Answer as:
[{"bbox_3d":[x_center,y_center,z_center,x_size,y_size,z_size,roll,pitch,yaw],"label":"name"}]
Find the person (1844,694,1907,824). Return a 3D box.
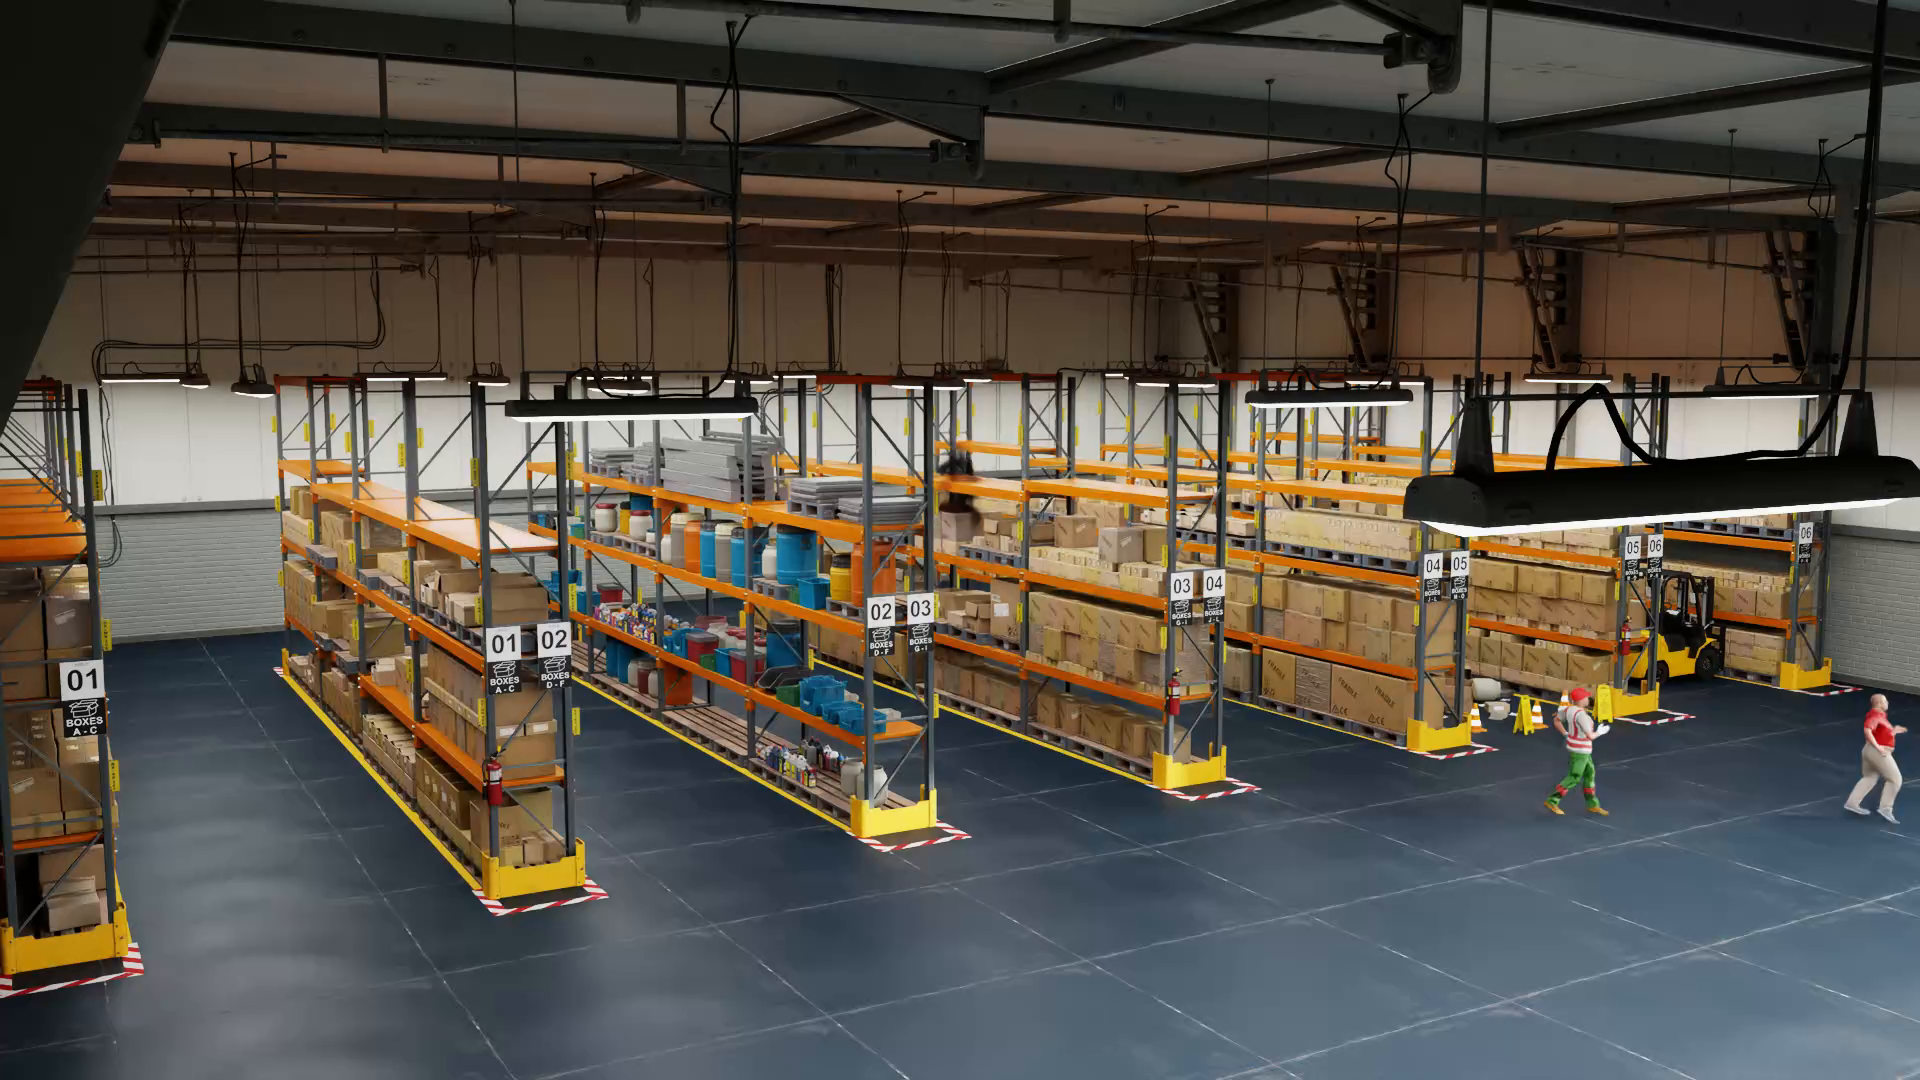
[{"bbox_3d":[12.574,2.996,22.780,0.745,1.798,0.639,1,6,9],"label":"person"}]

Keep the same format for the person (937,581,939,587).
[{"bbox_3d":[-0.555,1.625,35.445,0.626,1.663,0.802,-4,8,-34],"label":"person"}]

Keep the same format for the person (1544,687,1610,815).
[{"bbox_3d":[8.511,2.914,22.857,0.939,1.799,0.666,1,6,5],"label":"person"}]

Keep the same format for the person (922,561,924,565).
[{"bbox_3d":[-0.778,0.985,41.843,0.694,1.601,0.515,-5,8,-36],"label":"person"}]
